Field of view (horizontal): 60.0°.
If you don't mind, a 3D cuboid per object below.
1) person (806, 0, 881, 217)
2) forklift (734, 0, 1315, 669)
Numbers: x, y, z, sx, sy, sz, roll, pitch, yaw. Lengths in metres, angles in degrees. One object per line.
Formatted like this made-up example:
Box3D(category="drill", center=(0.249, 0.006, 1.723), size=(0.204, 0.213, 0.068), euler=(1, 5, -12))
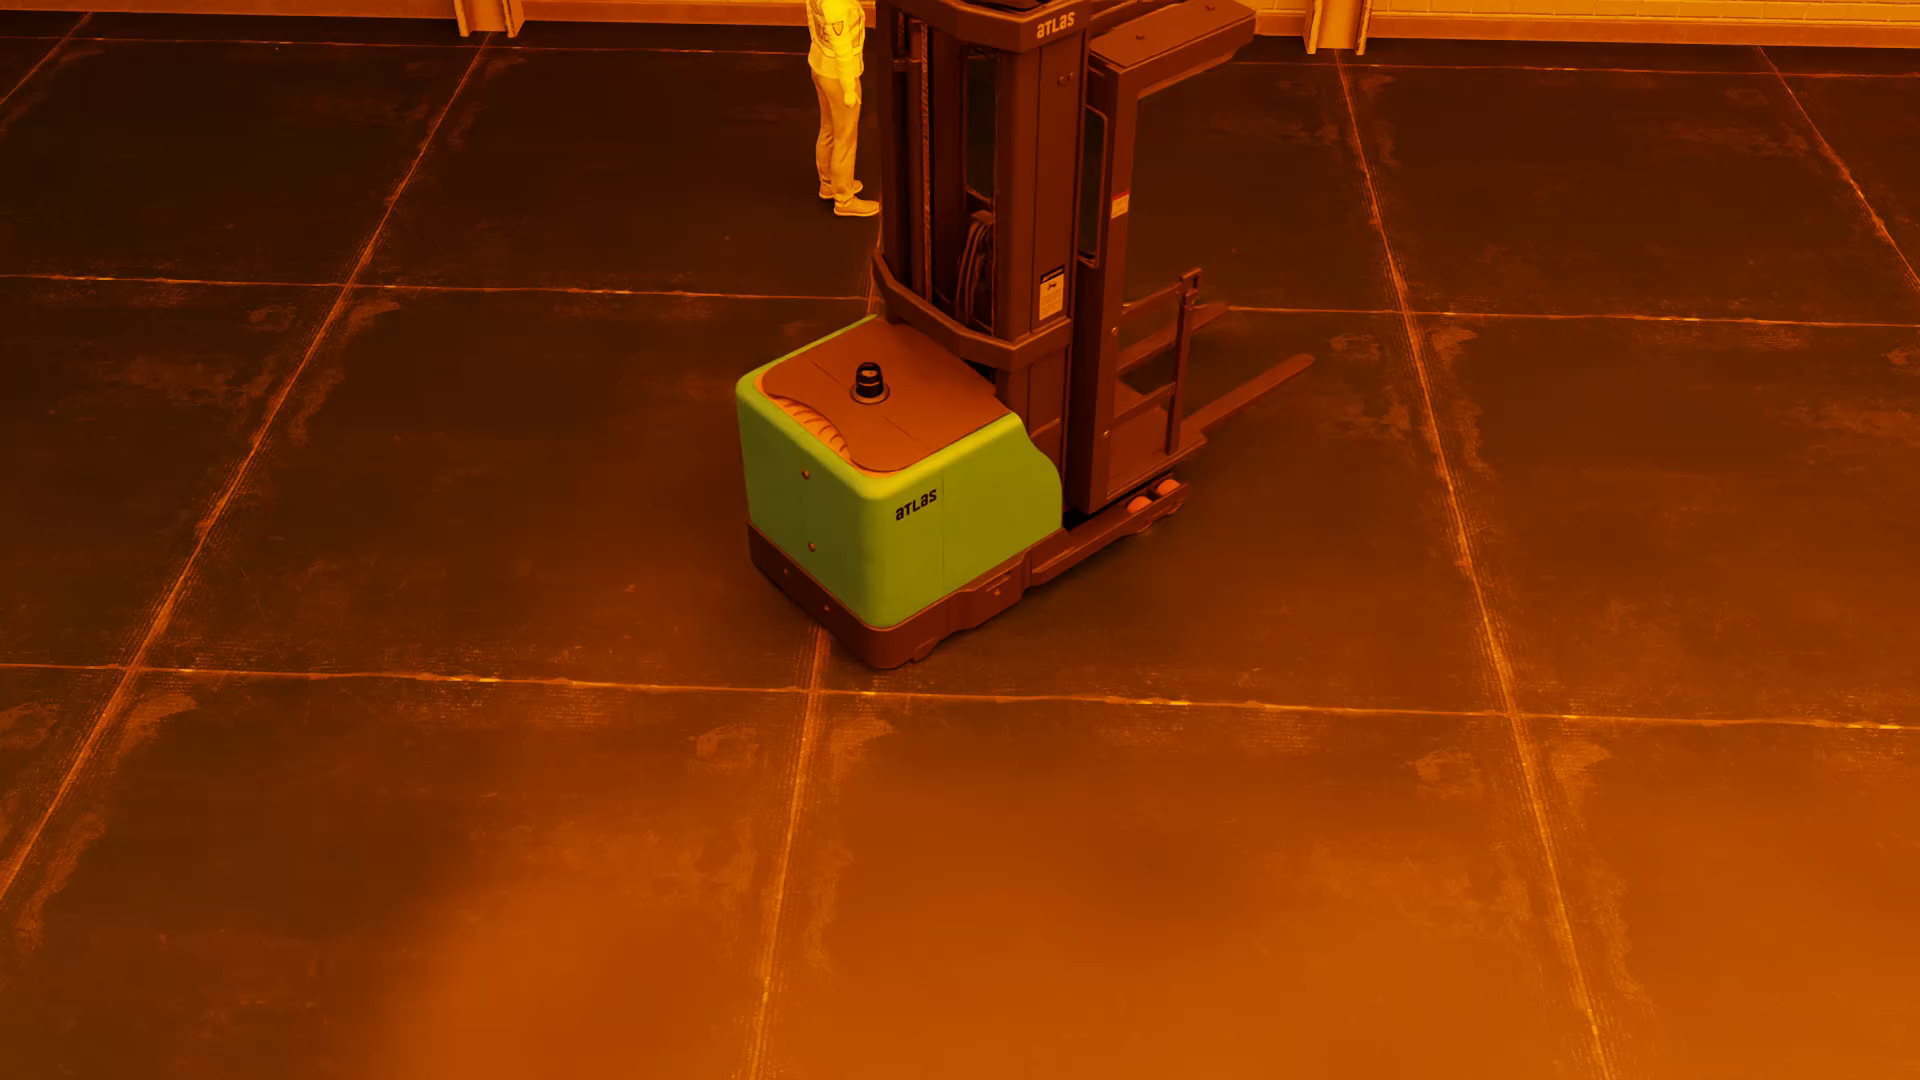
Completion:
Box3D(category="person", center=(-0.701, -2.699, 9.622), size=(0.338, 1.692, 0.463), euler=(-16, 45, -17))
Box3D(category="forklift", center=(0.472, -1.370, 7.243), size=(3.031, 2.935, 1.130), euler=(-30, 50, -29))
